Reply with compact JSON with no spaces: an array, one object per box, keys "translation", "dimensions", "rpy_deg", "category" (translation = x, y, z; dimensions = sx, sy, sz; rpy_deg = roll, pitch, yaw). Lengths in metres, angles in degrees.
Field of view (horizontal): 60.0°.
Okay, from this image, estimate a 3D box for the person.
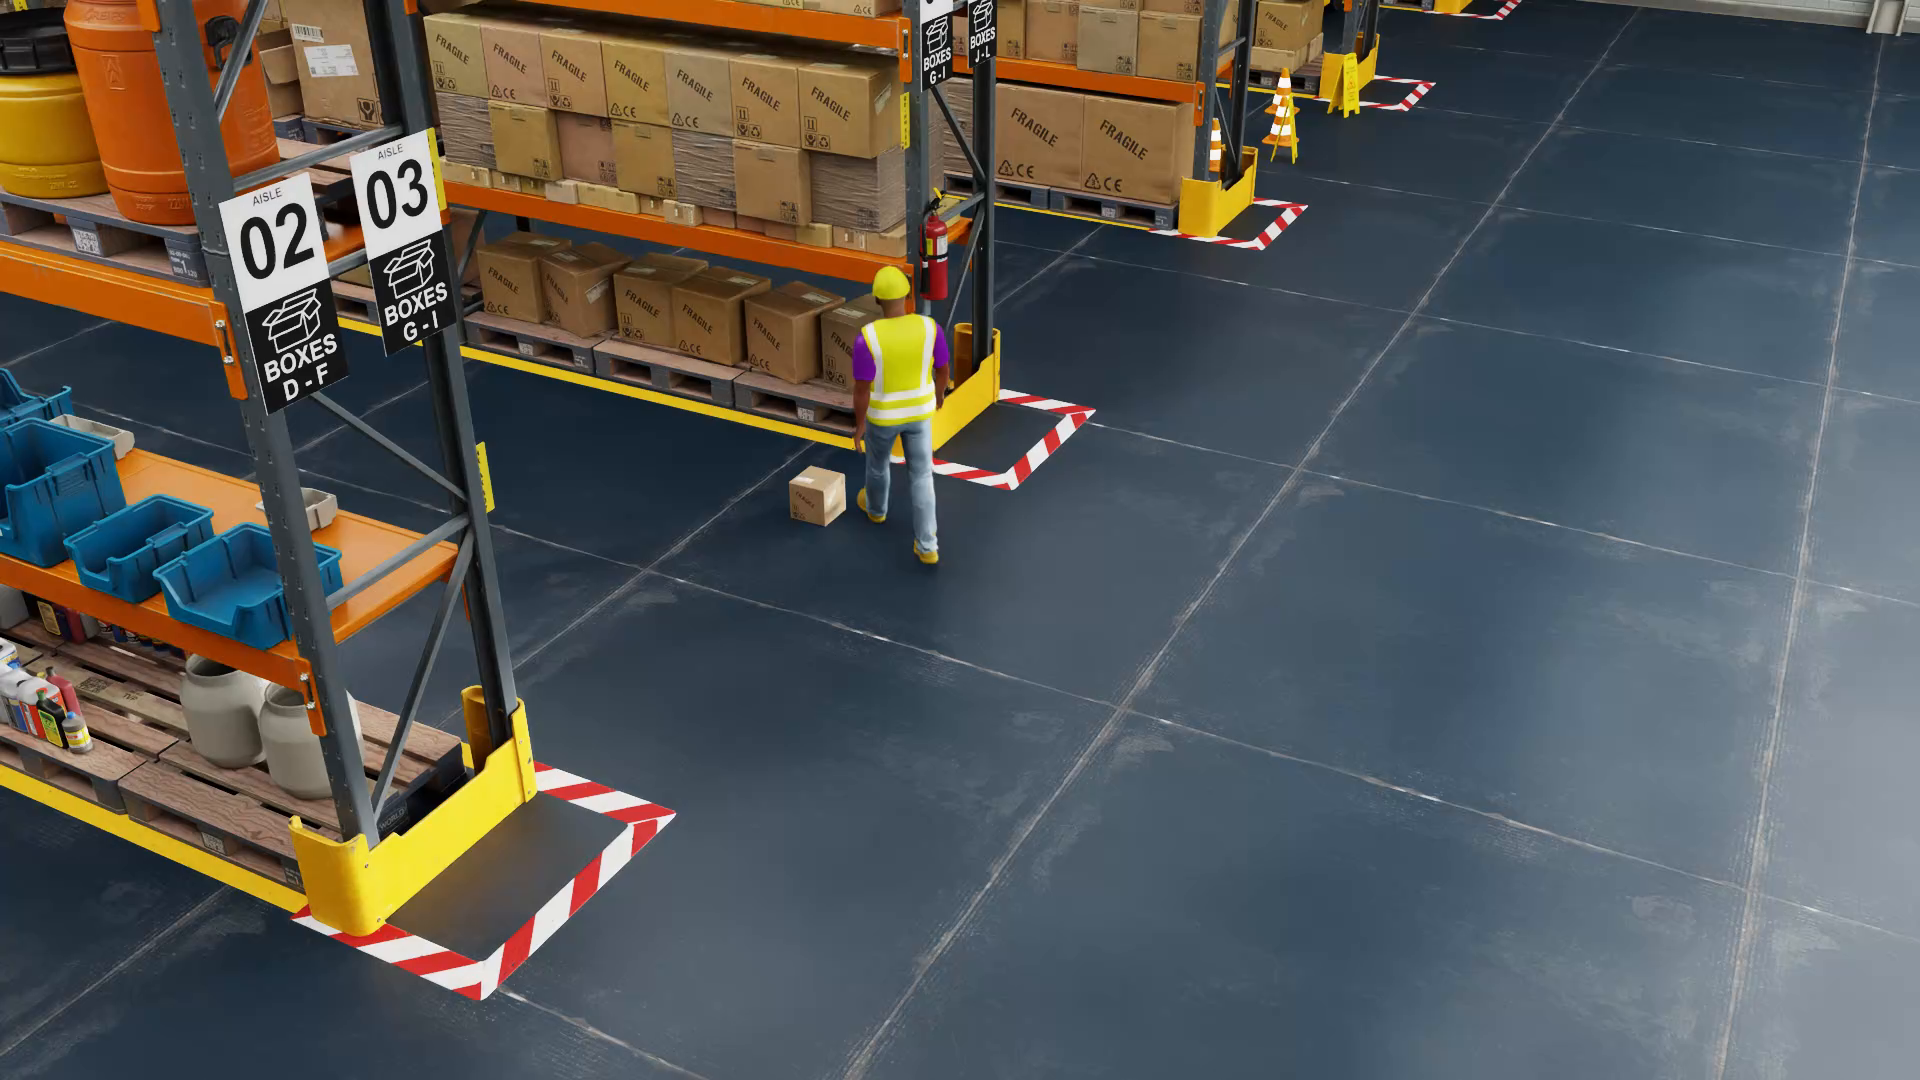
[{"translation":[-0.352,-0.773,9.625],"dimensions":[0.591,1.736,0.968],"rpy_deg":[-6,30,-11],"category":"person"}]
